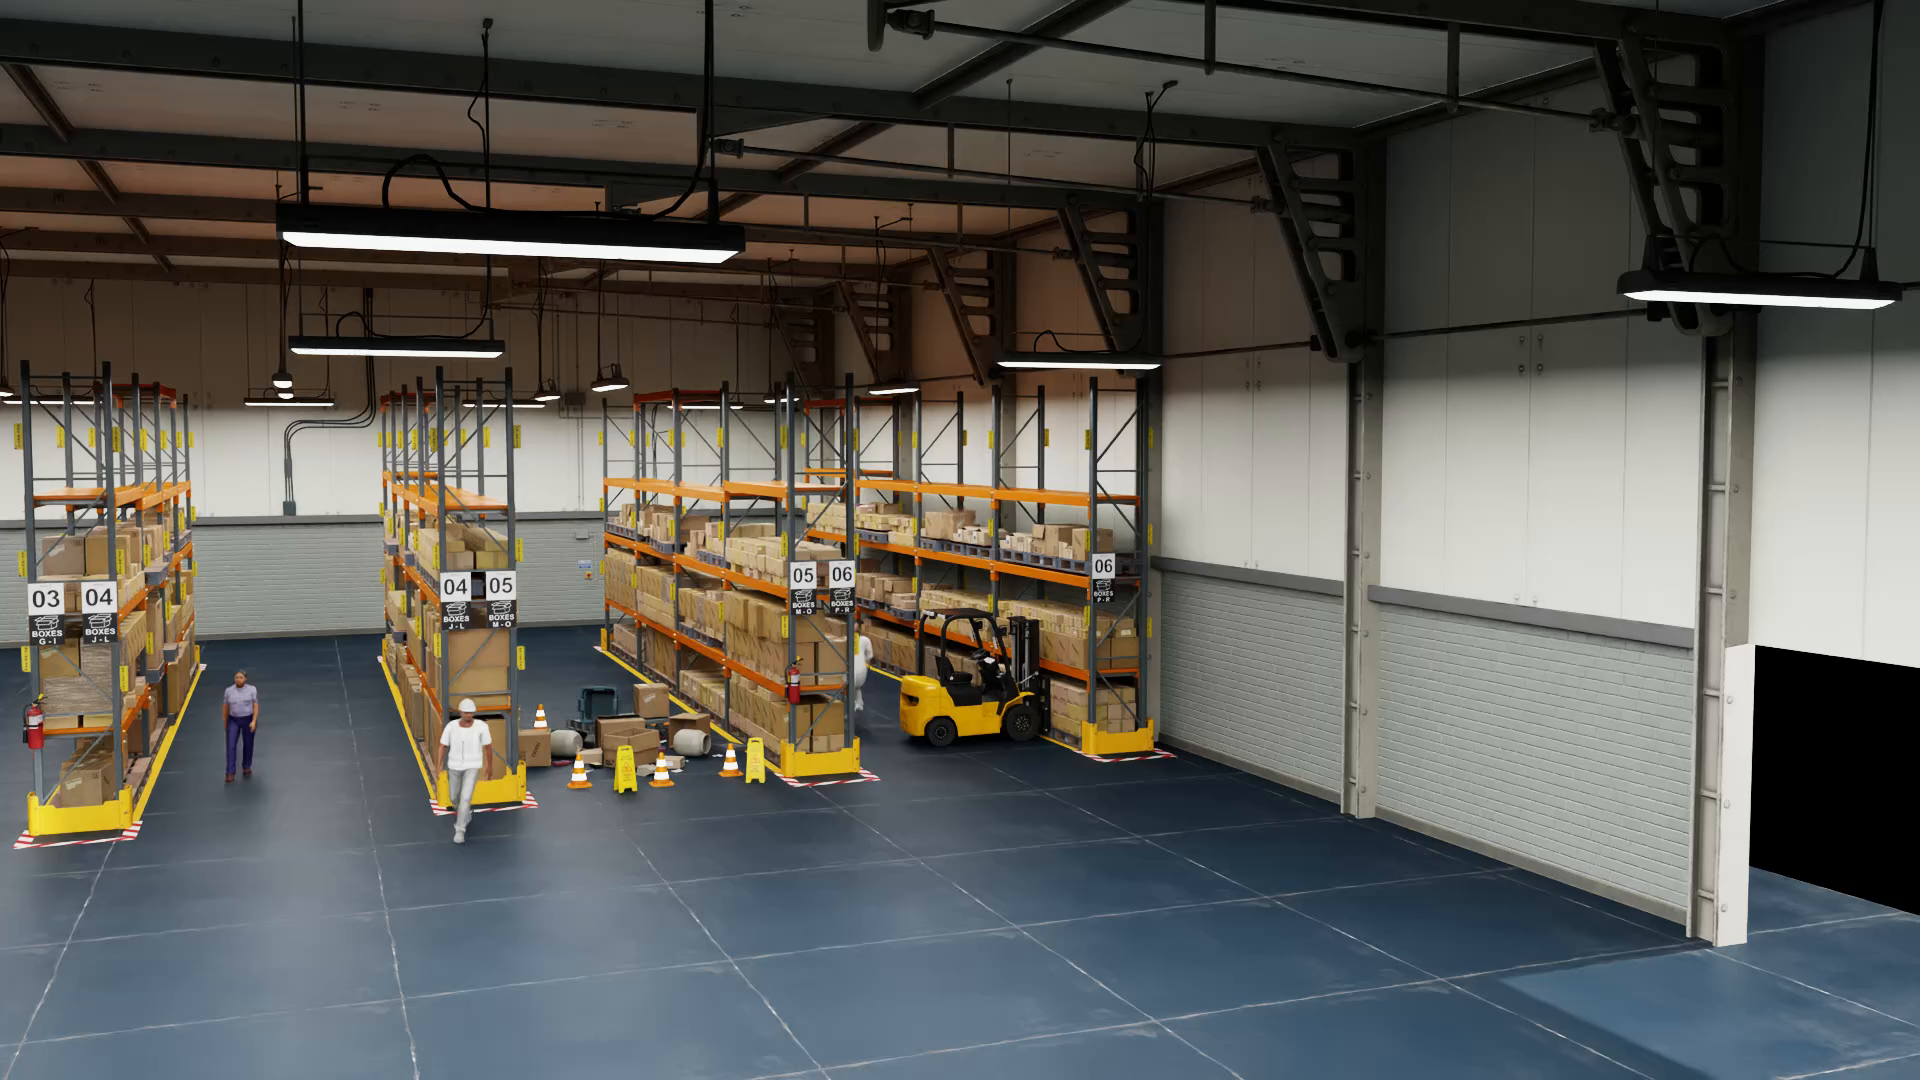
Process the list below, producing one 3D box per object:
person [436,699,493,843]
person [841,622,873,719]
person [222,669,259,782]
[{"bbox_3d":[-6.261,2.875,21.017,0.659,1.744,0.872,0,3,-6],"label":"person"},{"bbox_3d":[-1.844,2.278,29.099,0.705,1.634,0.823,-1,4,-20],"label":"person"},{"bbox_3d":[-10.590,2.708,24.468,0.516,1.601,0.942,-2,4,-29],"label":"person"}]
